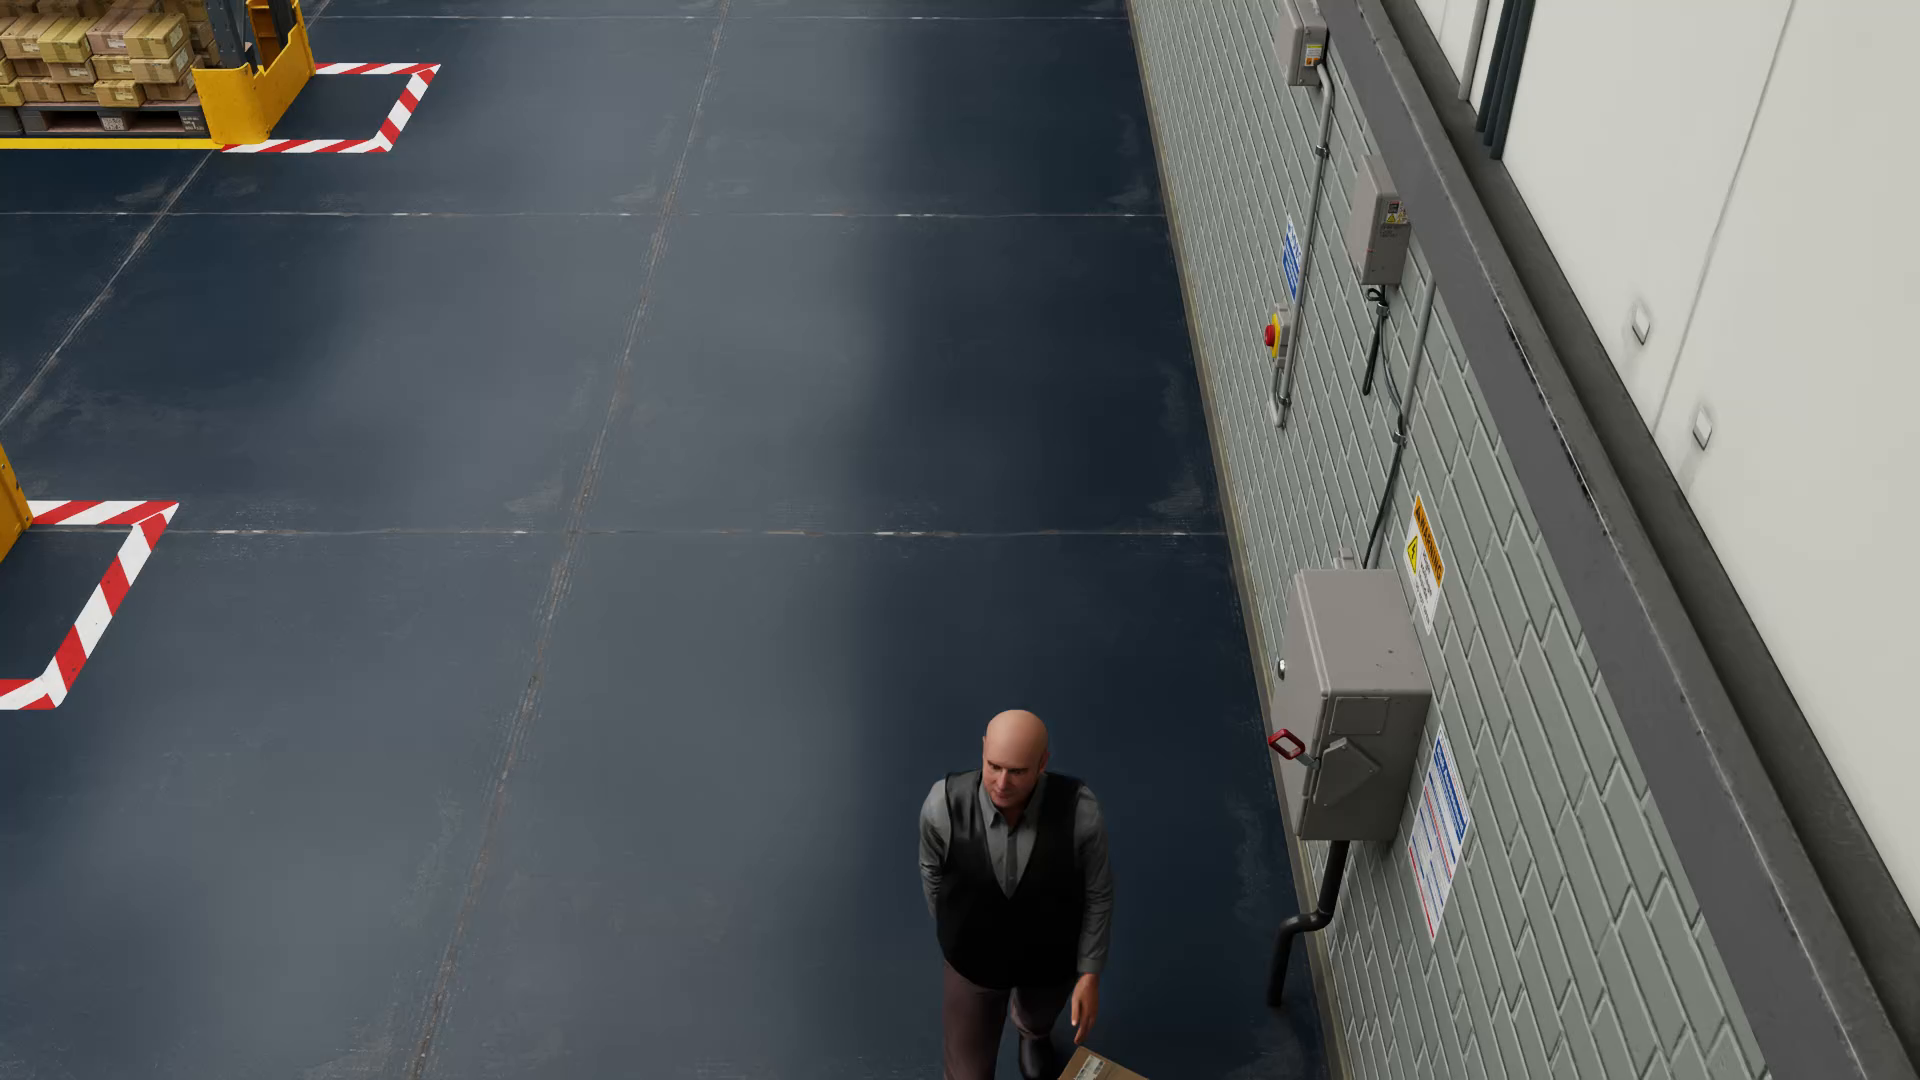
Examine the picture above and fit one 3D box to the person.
[{"bbox_3d":[0.156,1.216,4.687,0.542,1.679,0.923,0,39,0],"label":"person"}]
